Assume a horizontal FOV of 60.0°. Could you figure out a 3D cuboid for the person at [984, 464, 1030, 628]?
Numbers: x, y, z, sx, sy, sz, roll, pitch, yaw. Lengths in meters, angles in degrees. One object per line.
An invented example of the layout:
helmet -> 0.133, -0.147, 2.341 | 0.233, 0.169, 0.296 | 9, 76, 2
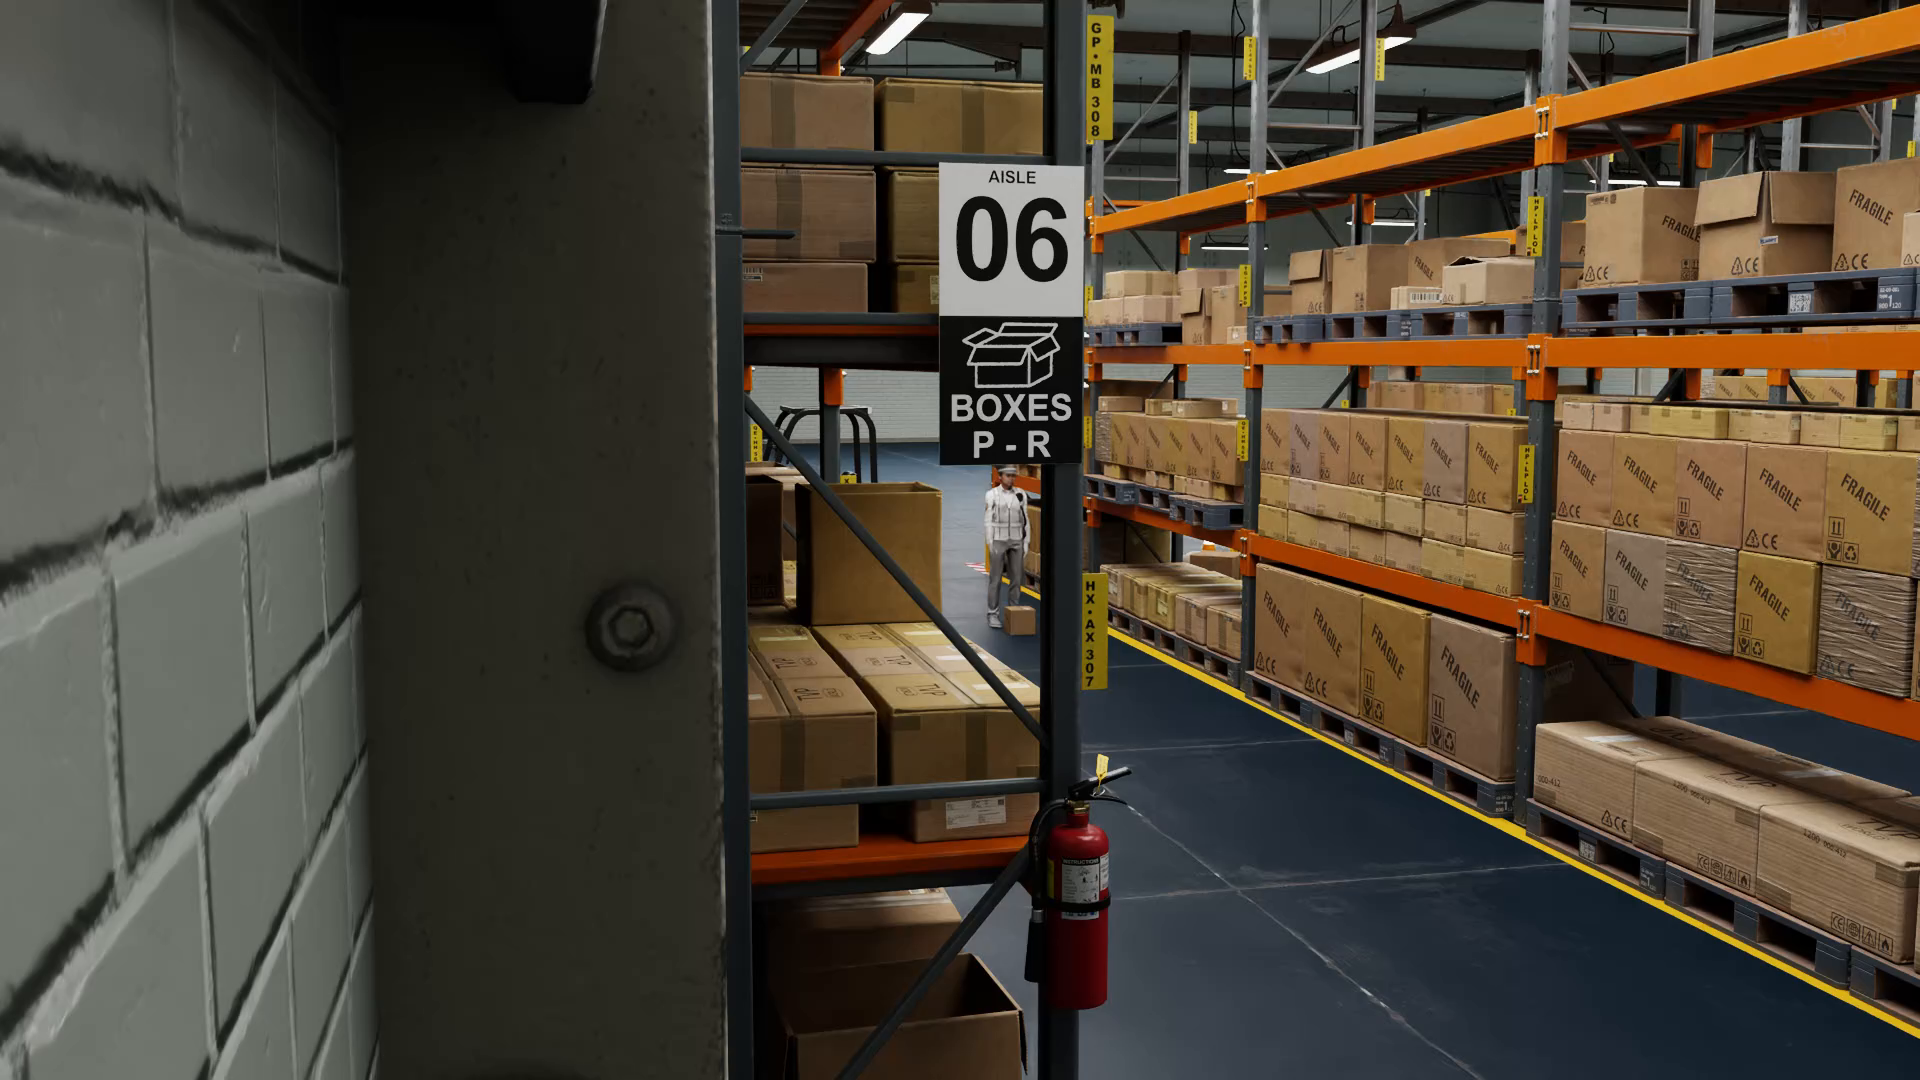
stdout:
person -> 0.482, 0.036, 16.740 | 0.466, 1.680, 0.340 | -1, 6, -13
